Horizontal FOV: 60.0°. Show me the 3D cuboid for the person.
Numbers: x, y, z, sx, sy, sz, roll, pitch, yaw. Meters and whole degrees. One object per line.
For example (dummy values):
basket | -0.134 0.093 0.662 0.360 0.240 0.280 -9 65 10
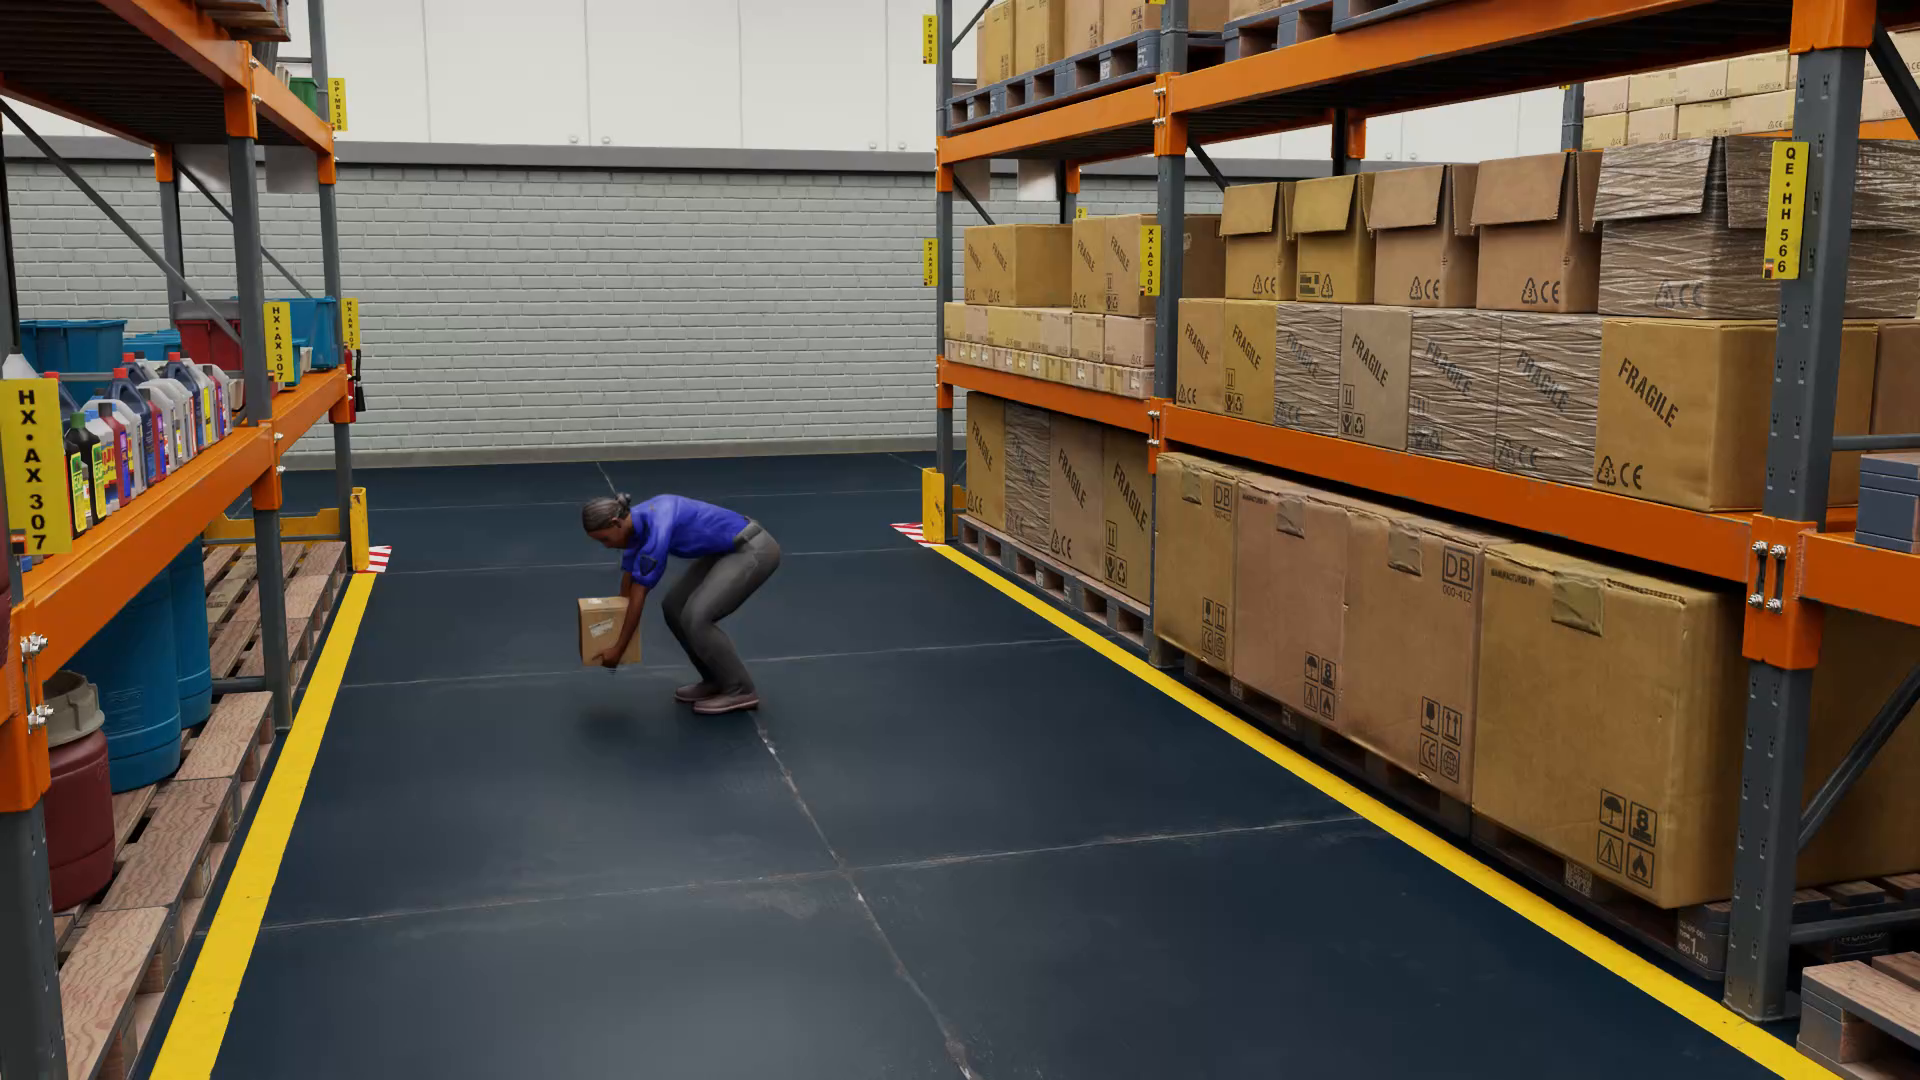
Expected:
person | -1.224 0.266 7.368 0.860 0.982 0.459 -3 10 -19
